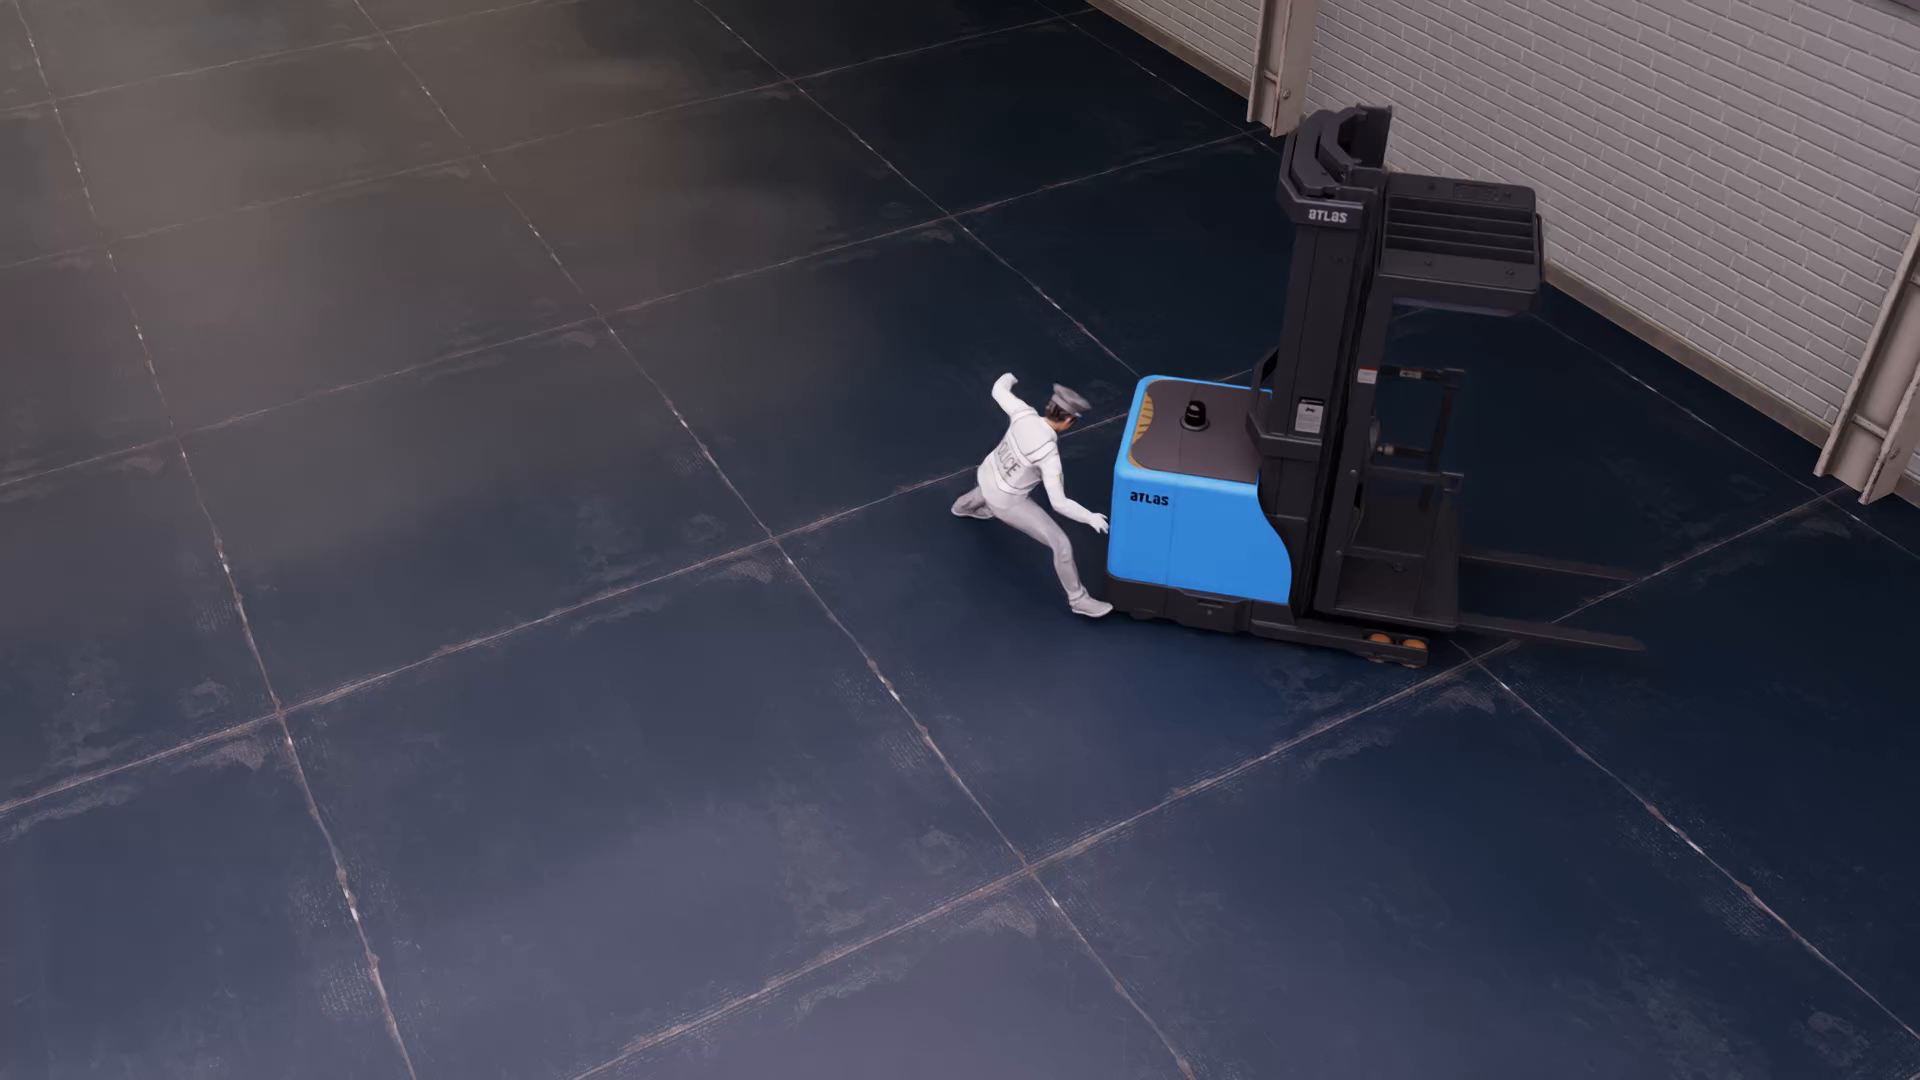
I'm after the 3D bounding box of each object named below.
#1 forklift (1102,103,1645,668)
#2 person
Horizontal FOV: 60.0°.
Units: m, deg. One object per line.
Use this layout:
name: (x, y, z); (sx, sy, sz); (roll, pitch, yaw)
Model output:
forklift: (2.412, -0.776, 8.971); (3.031, 2.935, 1.130); (9, 40, 10)
person: (0.423, -0.358, 9.688); (0.710, 1.390, 1.238); (-9, 40, -10)
